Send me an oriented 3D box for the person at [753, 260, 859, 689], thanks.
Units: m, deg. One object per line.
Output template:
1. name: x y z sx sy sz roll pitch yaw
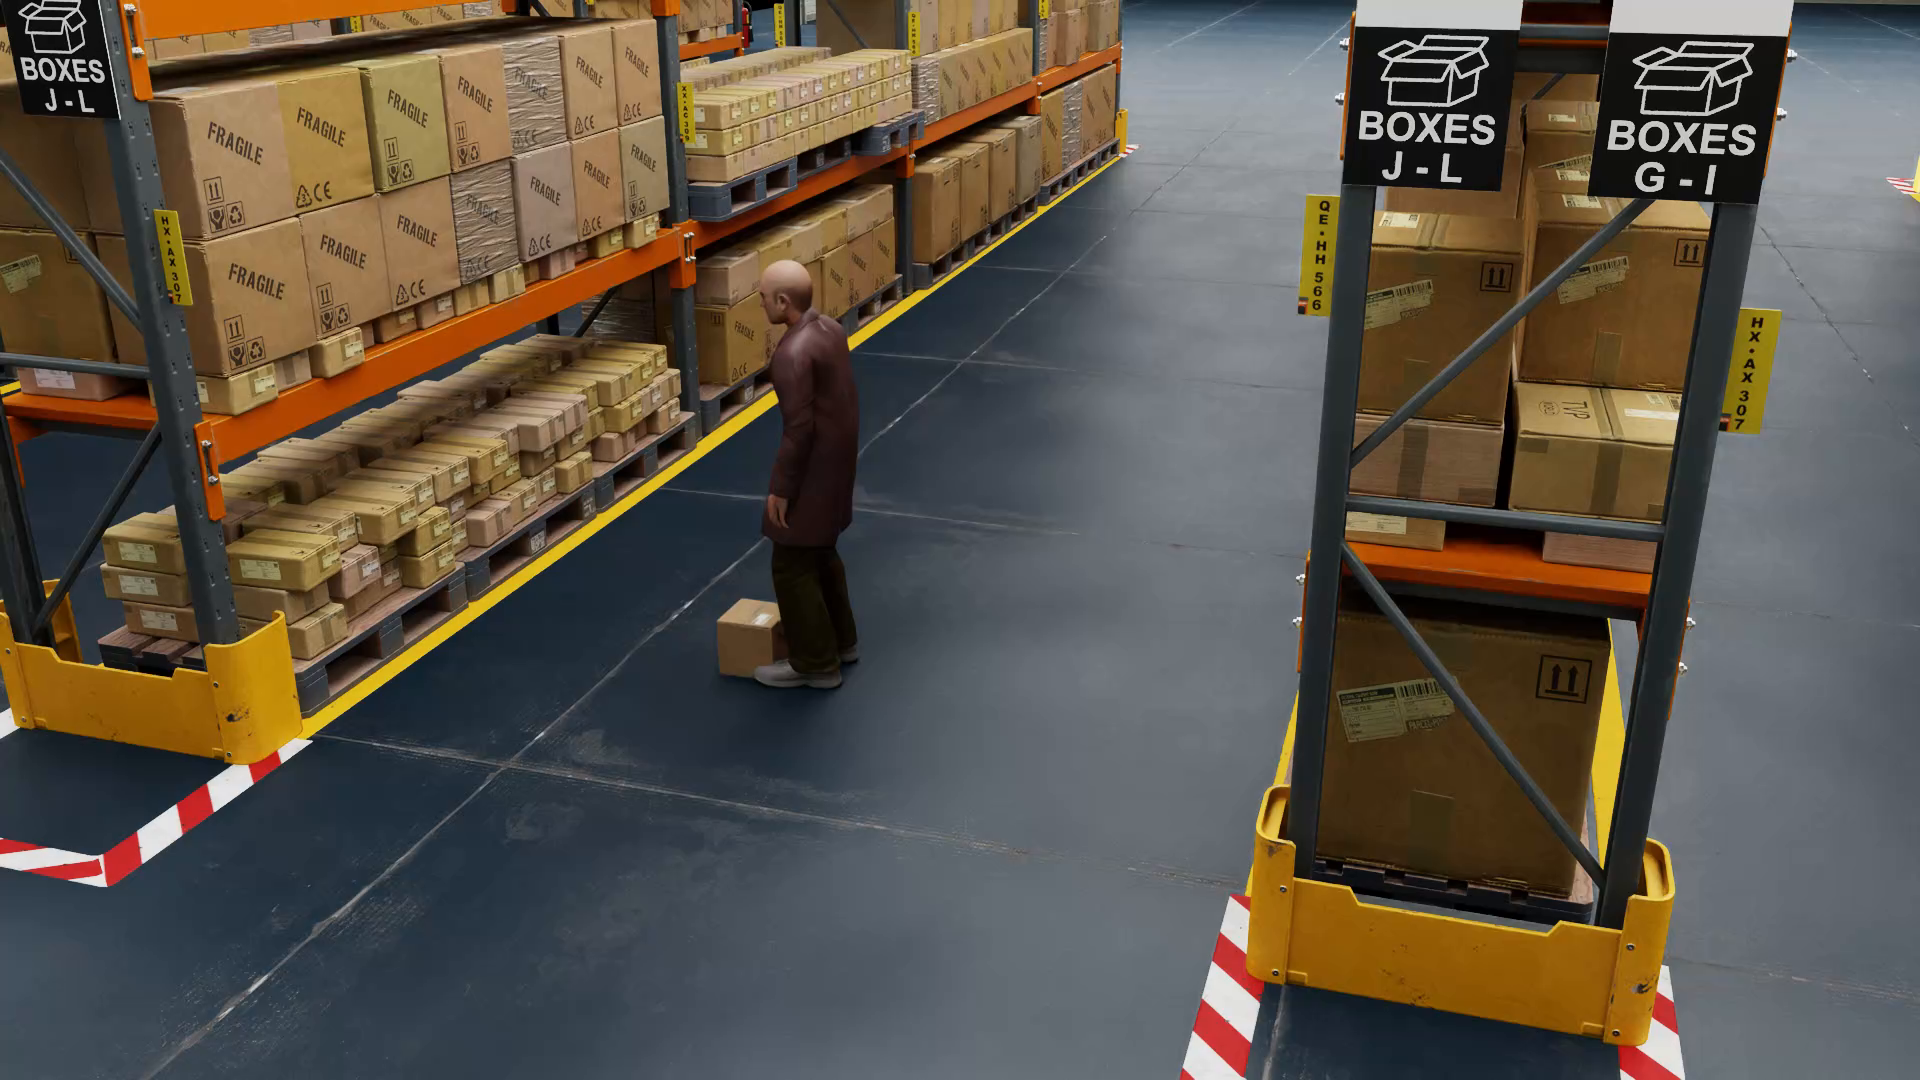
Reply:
1. person: -0.625 -0.245 6.771 0.427 1.740 0.628 6 22 14
